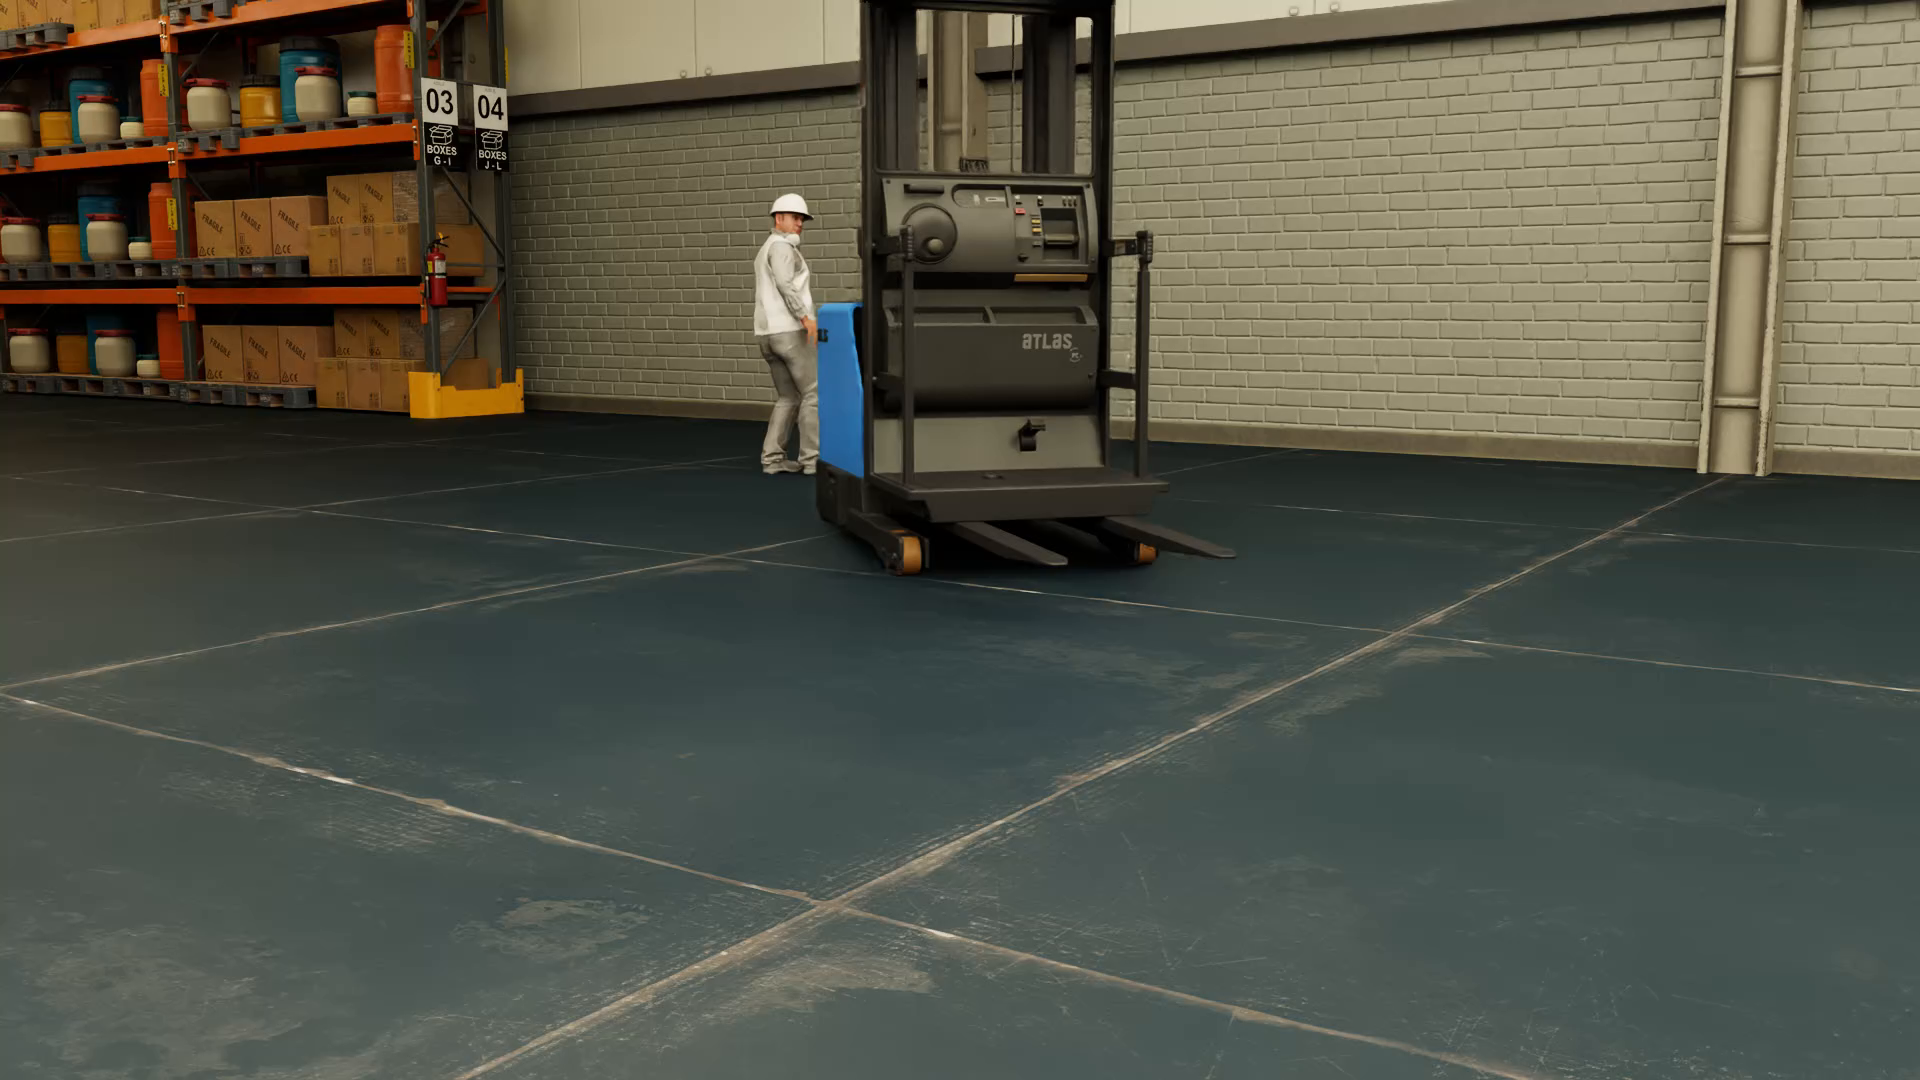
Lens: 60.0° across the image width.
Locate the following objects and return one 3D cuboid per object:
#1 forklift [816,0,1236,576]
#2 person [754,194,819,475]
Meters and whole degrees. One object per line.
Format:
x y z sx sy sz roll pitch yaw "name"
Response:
0.194 -1.367 6.809 1.130 2.935 3.031 -2 8 -16 "forklift"
-1.040 -1.300 10.526 0.516 1.754 0.733 -4 9 -29 "person"
